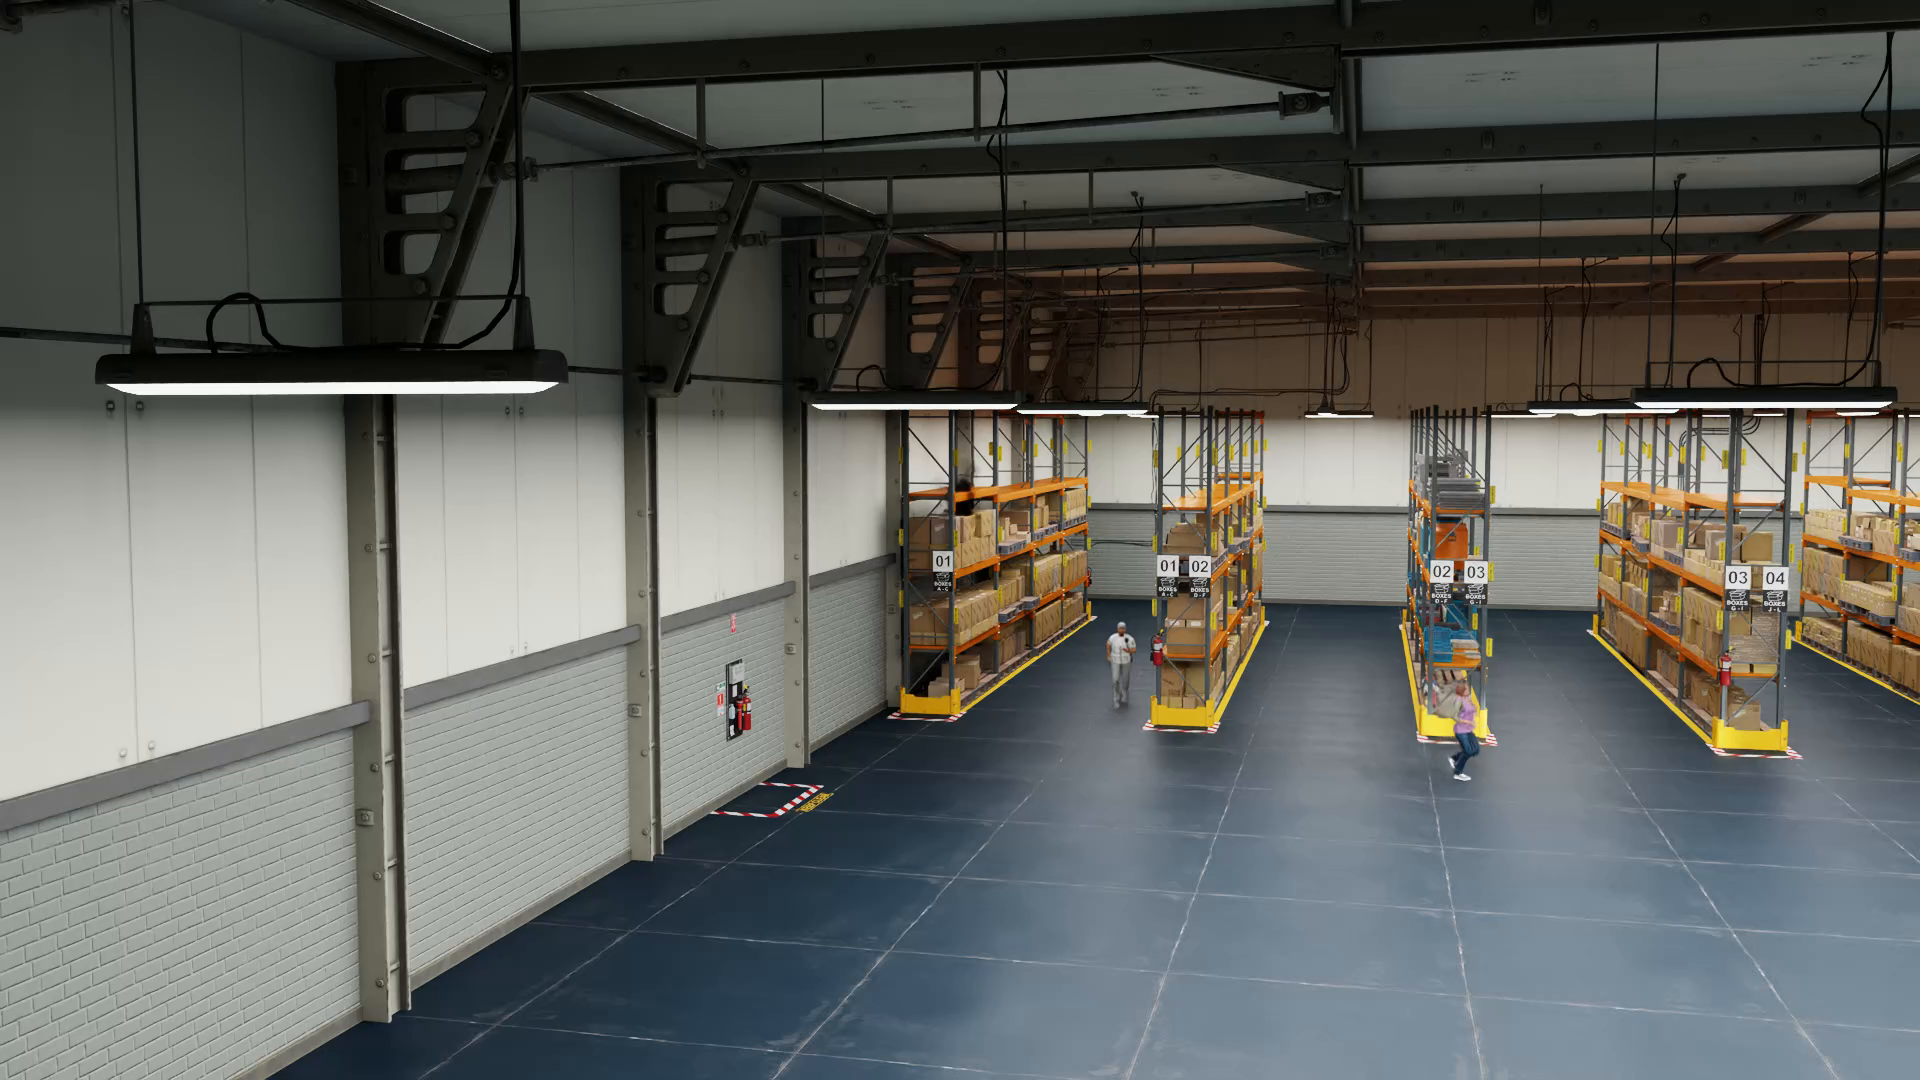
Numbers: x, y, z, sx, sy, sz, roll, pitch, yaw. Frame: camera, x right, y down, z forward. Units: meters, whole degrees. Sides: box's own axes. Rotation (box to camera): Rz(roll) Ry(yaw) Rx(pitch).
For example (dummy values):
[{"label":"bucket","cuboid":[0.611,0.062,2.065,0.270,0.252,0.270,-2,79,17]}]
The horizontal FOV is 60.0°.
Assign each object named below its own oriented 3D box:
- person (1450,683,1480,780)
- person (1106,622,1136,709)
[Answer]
[{"label":"person","cuboid":[8.029,3.046,26.446,0.551,1.552,0.530,4,5,42]},{"label":"person","cuboid":[3.230,2.487,33.328,0.594,1.689,0.877,0,4,4]}]
